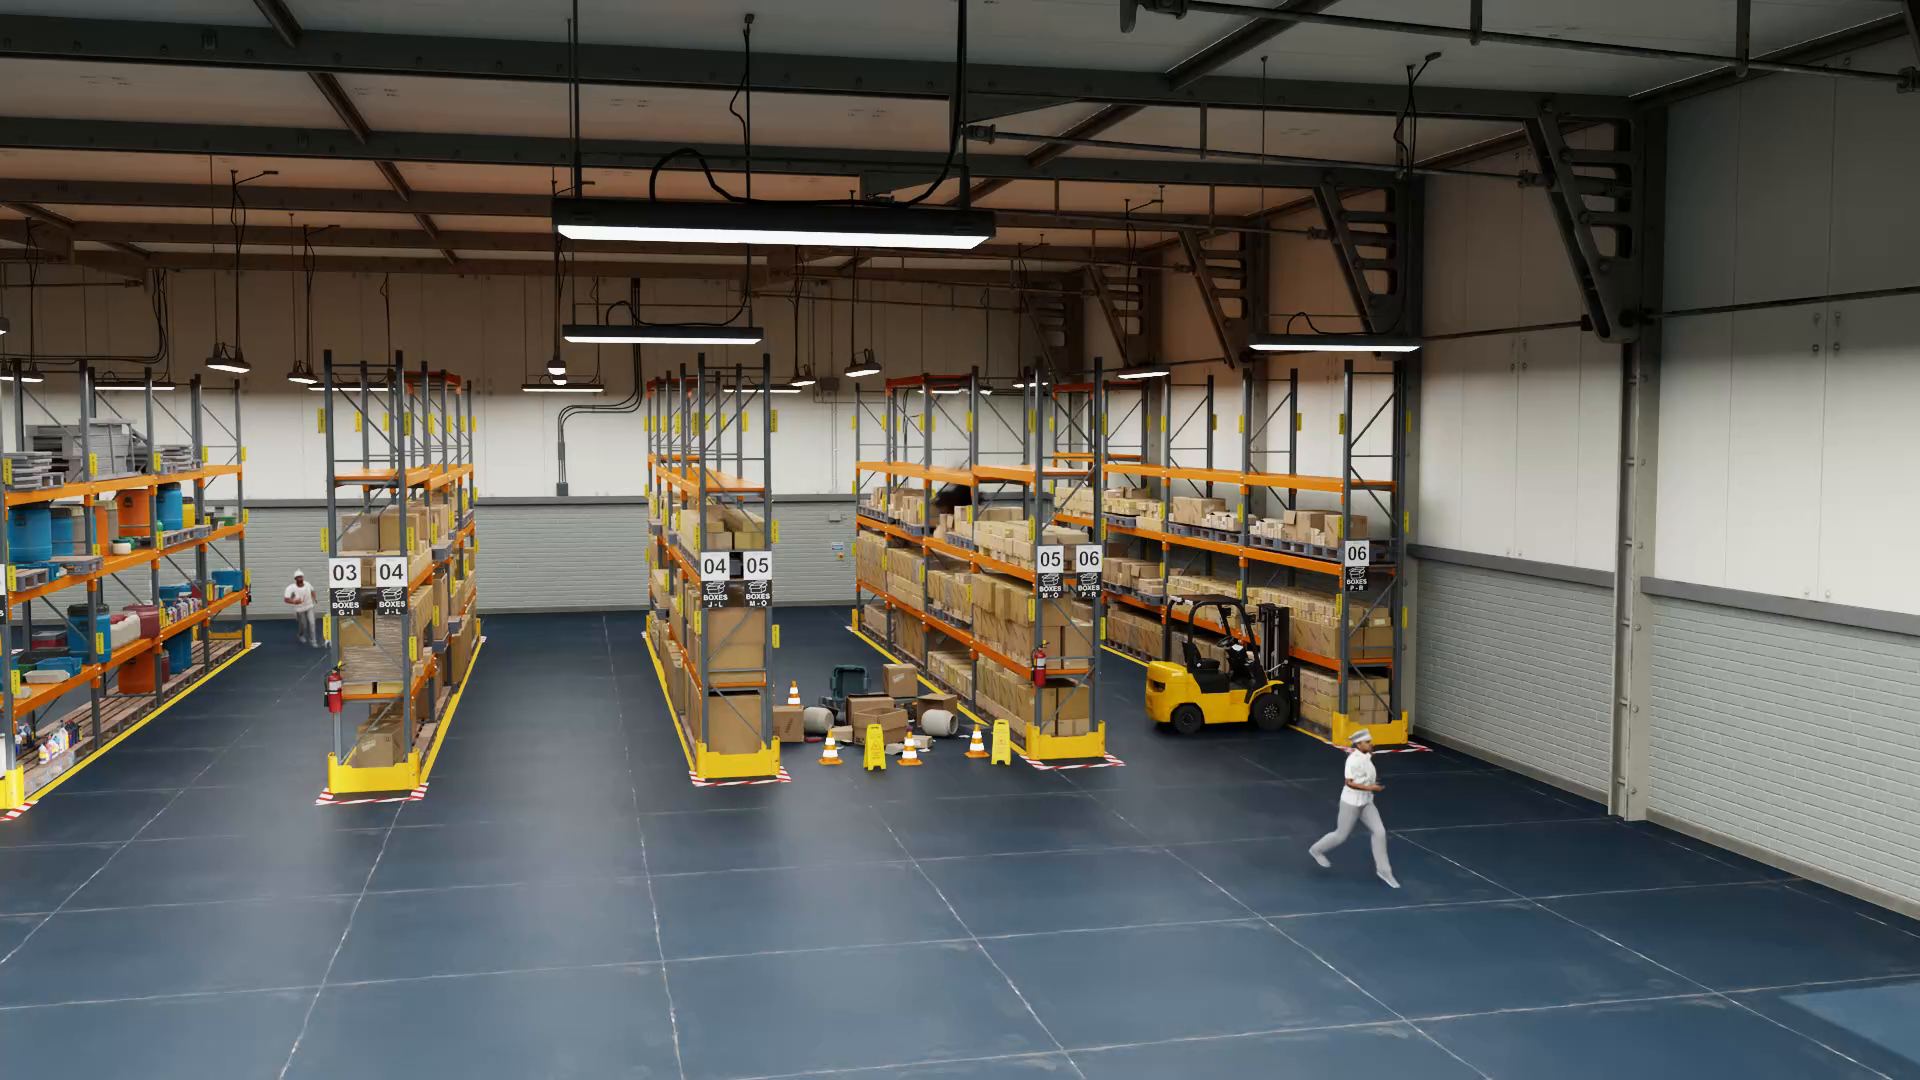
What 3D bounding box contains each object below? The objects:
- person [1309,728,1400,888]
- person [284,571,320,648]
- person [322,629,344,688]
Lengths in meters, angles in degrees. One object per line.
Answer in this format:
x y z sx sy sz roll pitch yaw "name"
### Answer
4.302 2.903 18.200 1.033 1.735 0.543 4 5 42 "person"
-14.784 1.548 37.323 0.742 1.716 0.867 -4 6 -45 "person"
-11.516 2.013 30.895 0.581 1.733 0.709 -2 4 -23 "person"
